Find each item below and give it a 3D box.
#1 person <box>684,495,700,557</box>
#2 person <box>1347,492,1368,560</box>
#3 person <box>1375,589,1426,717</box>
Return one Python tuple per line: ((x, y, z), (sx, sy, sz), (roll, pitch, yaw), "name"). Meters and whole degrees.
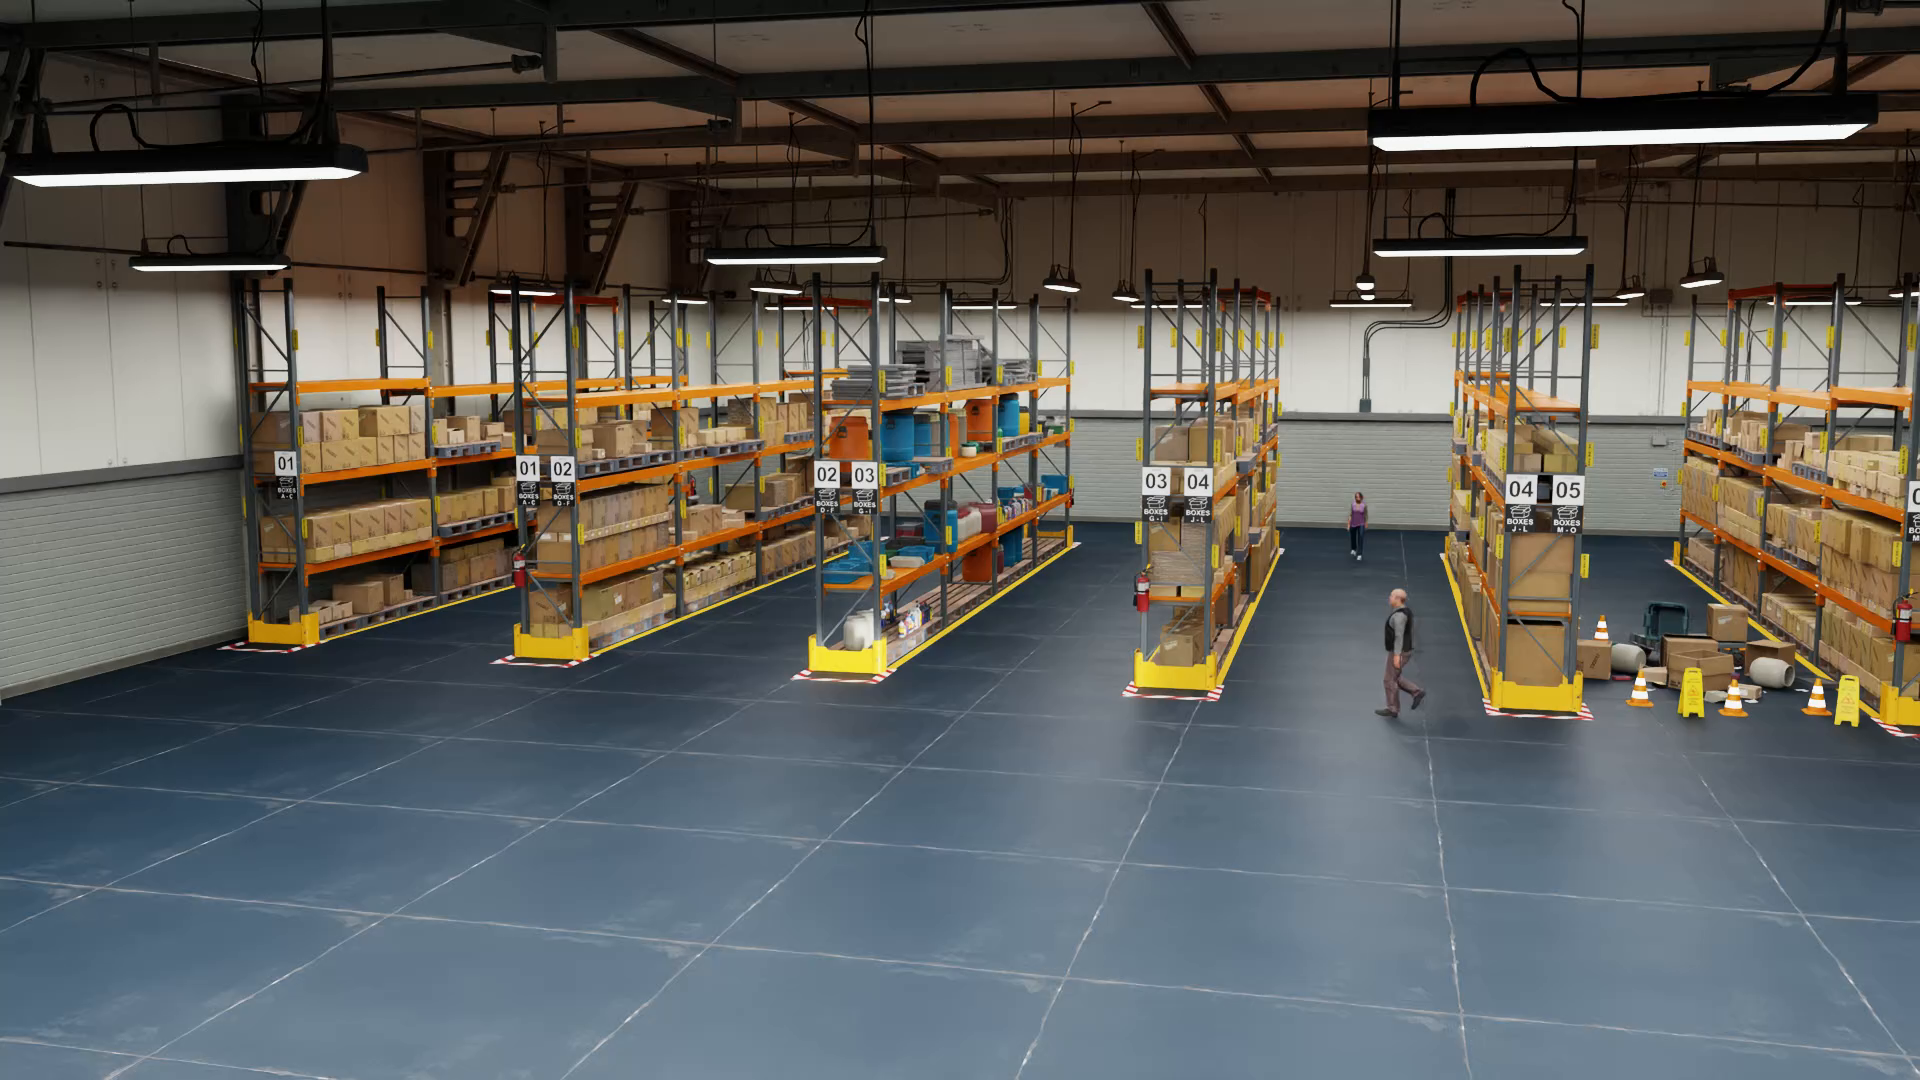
((-5.764, -0.117, 35.744), (0.517, 1.673, 0.399), (2, 7, 17), "person")
((9.116, -0.346, 38.085), (0.457, 1.535, 0.992), (2, 7, 15), "person")
((5.875, 1.499, 22.082), (0.664, 1.711, 0.539), (2, 7, 13), "person")
